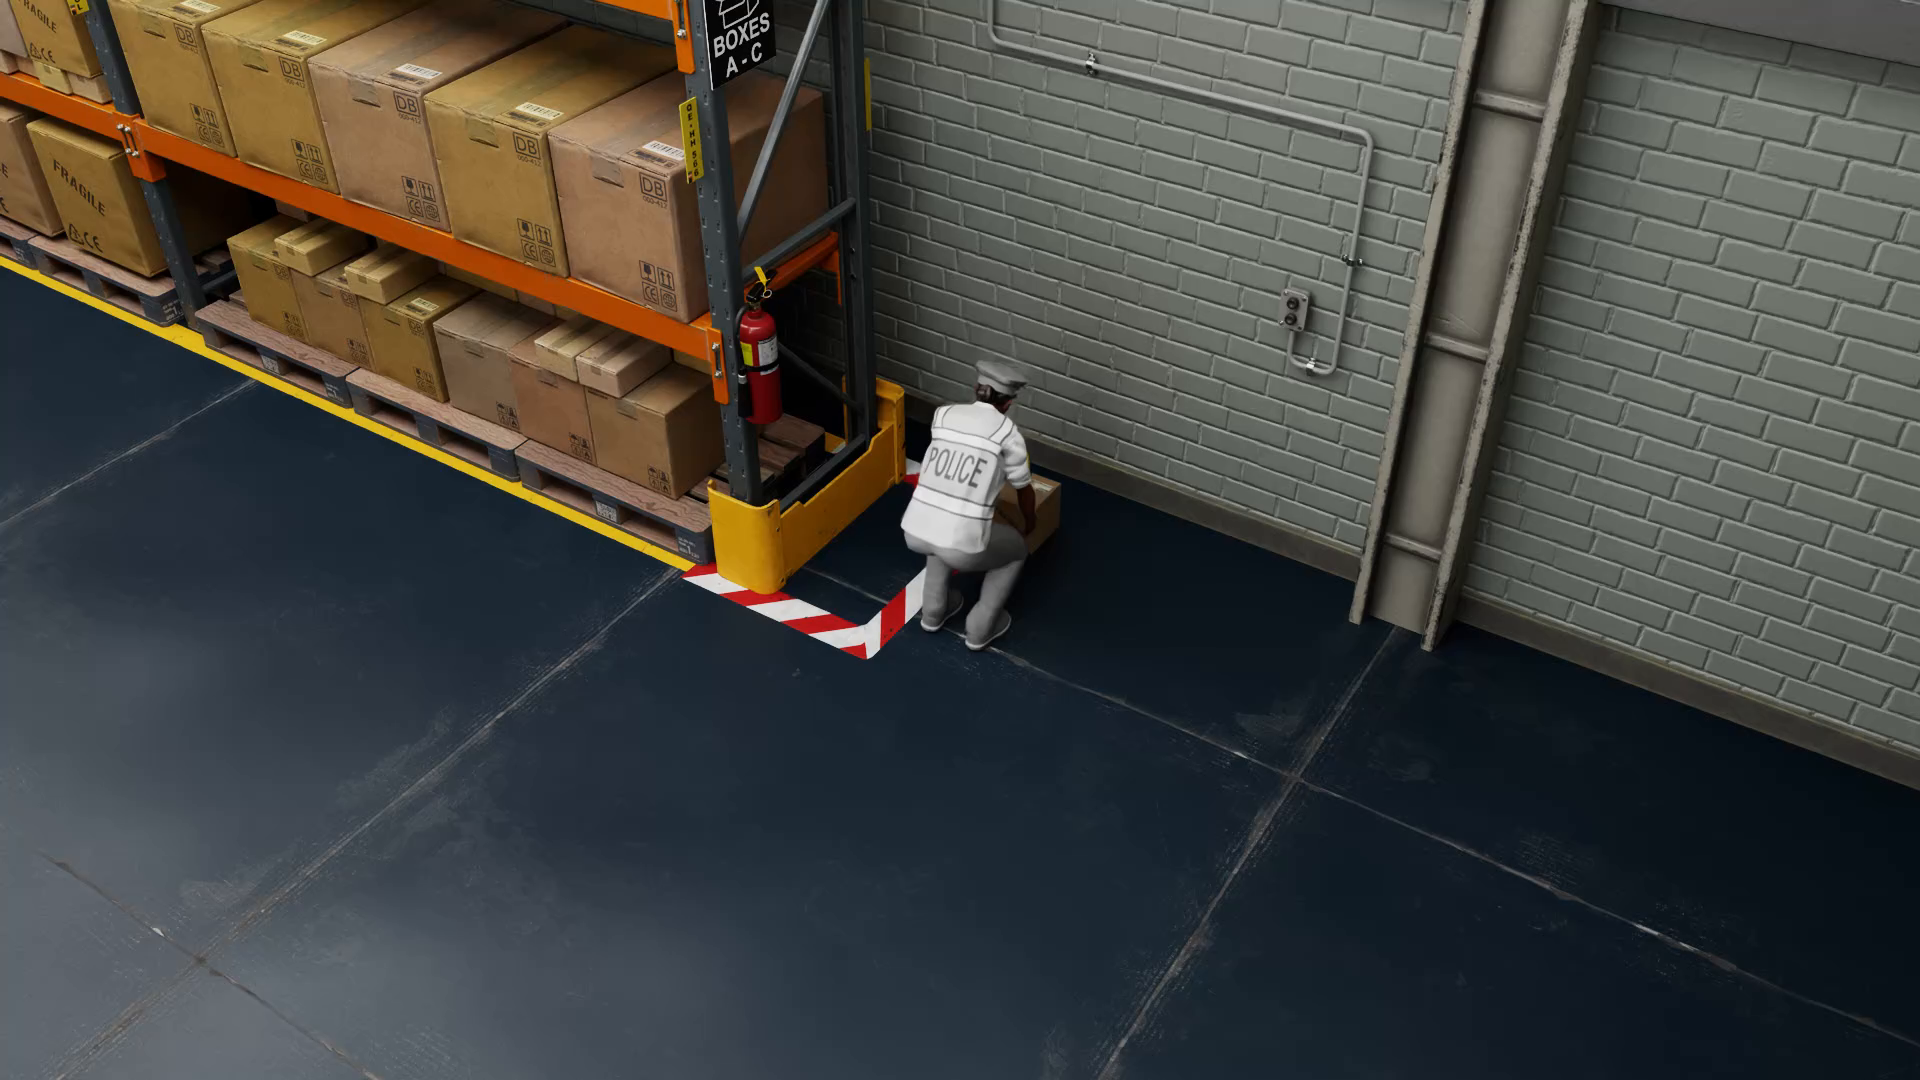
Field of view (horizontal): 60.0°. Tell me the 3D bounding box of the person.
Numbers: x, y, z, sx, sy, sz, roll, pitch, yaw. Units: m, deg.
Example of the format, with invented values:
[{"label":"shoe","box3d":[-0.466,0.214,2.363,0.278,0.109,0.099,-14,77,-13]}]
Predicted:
[{"label":"person","box3d":[0.022,-0.245,7.132,0.490,0.849,0.742,22,43,25]}]
